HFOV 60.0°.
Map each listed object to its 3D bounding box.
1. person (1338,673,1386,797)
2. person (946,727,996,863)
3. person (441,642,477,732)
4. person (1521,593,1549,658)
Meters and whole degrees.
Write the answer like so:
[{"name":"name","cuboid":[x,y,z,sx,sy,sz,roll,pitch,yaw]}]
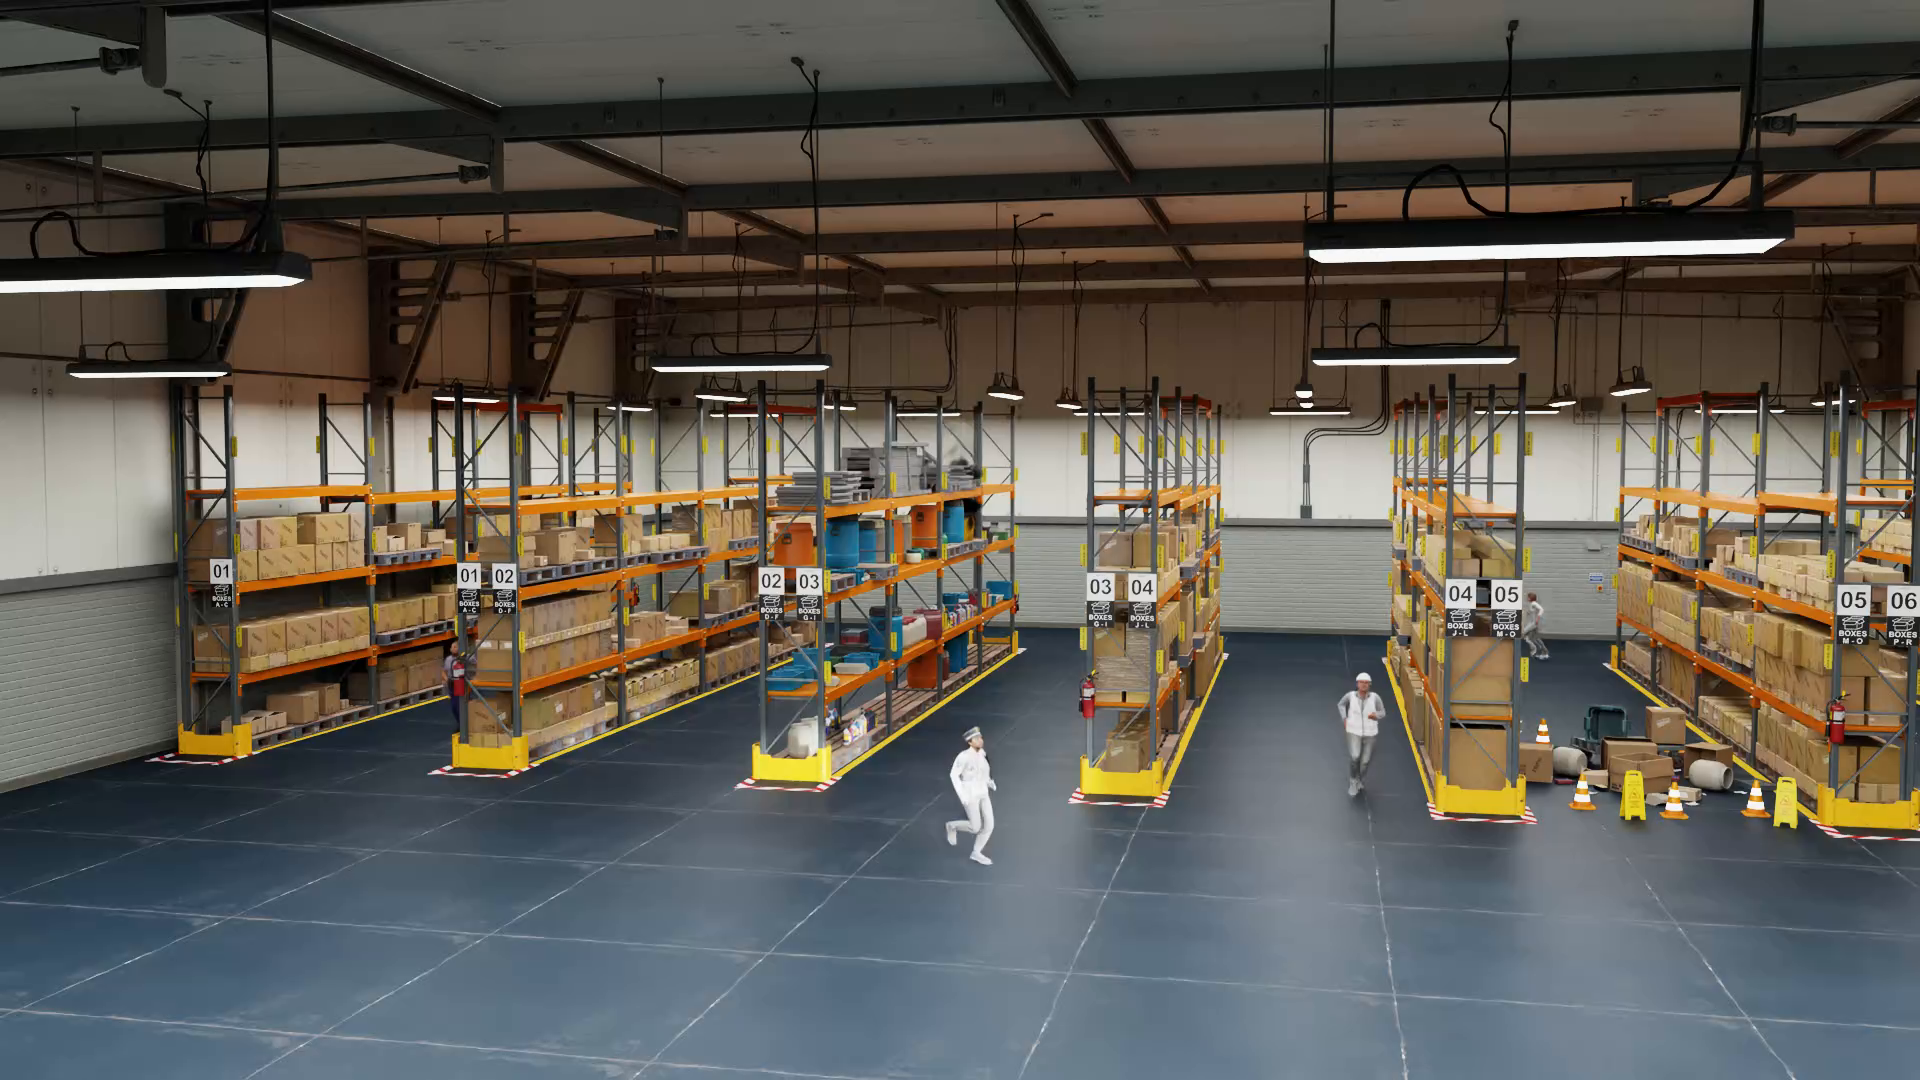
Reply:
[{"name":"person","cuboid":[5.783,2.791,23.909,0.642,1.792,0.778,0,3,6]},{"name":"person","cuboid":[0.147,3.060,20.093,0.588,1.637,0.622,3,4,44]},{"name":"person","cuboid":[-8.753,2.578,29.073,0.632,1.605,0.682,0,3,8]},{"name":"person","cuboid":[13.451,2.013,39.072,0.781,1.554,0.555,1,3,18]}]
